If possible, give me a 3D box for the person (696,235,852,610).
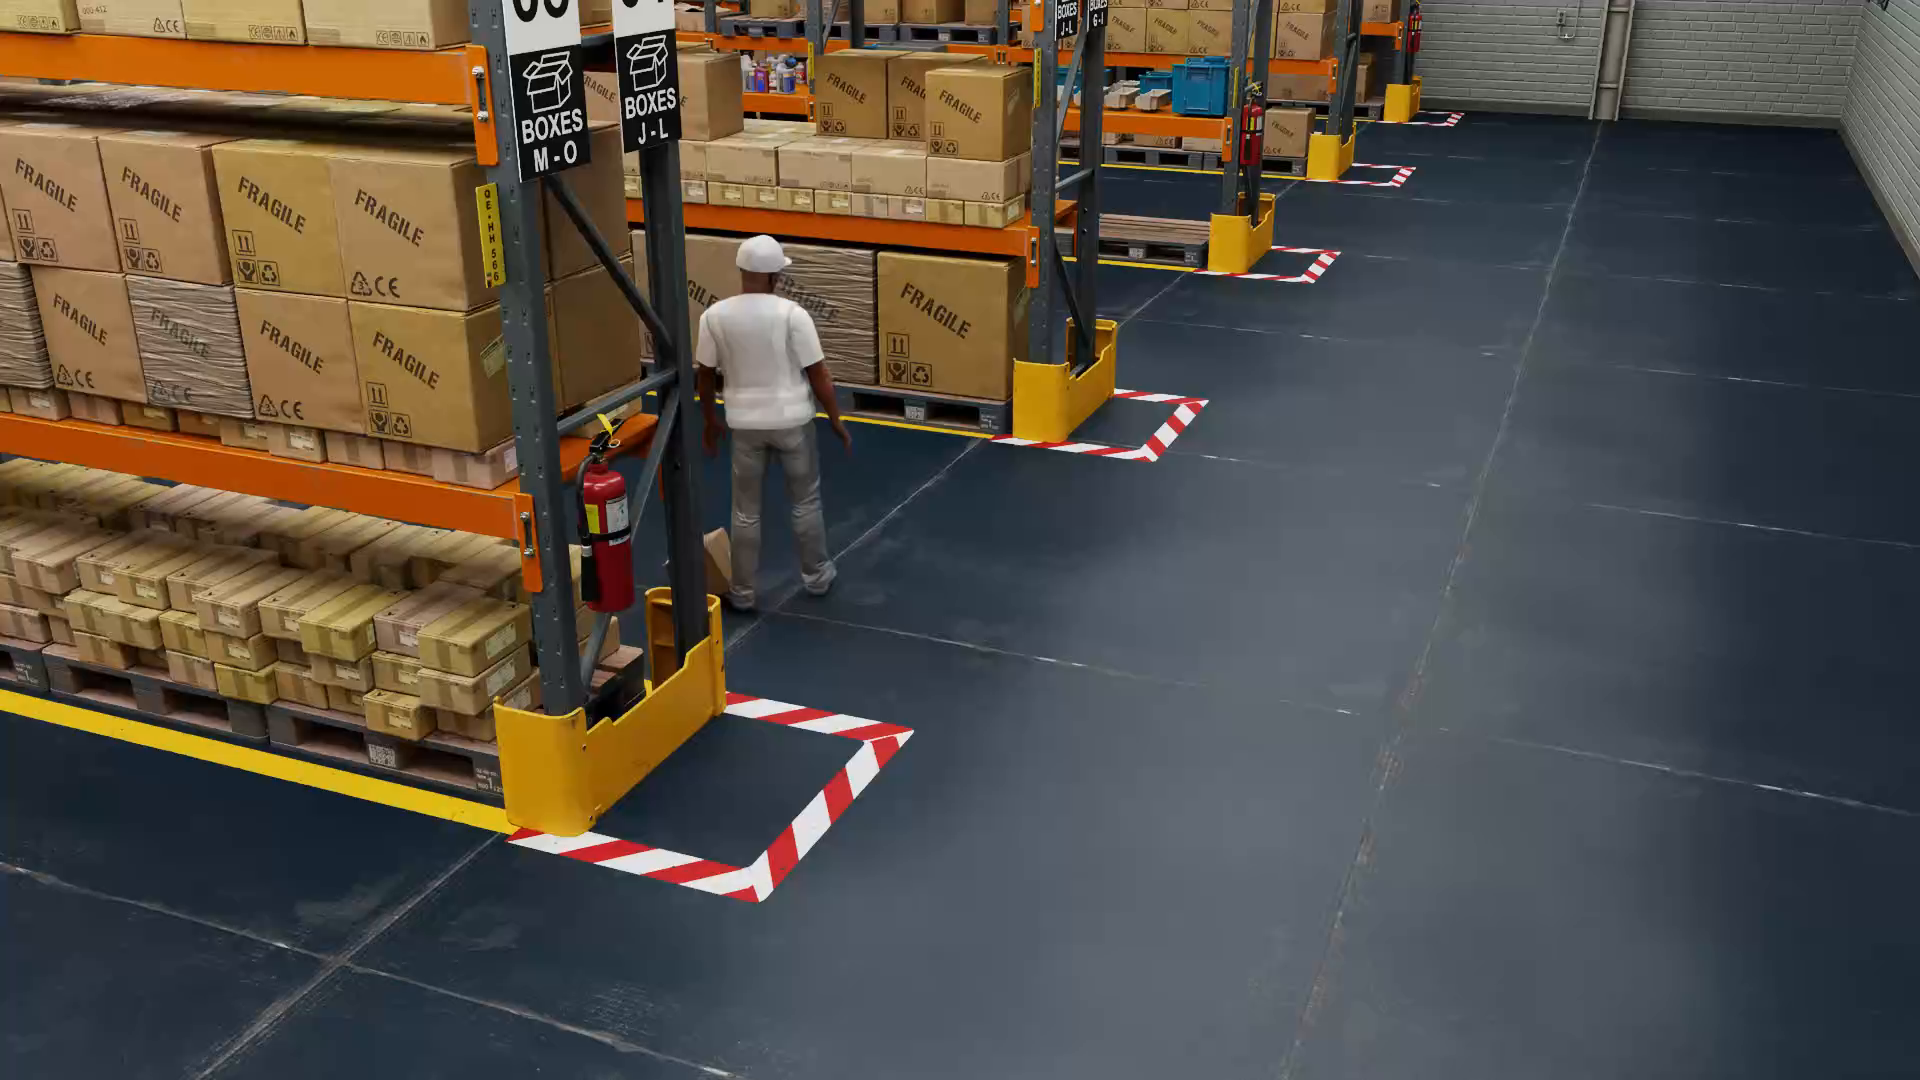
[{"bbox_3d":[-0.858,-0.562,7.860,0.743,1.765,0.527,4,23,10],"label":"person"}]
